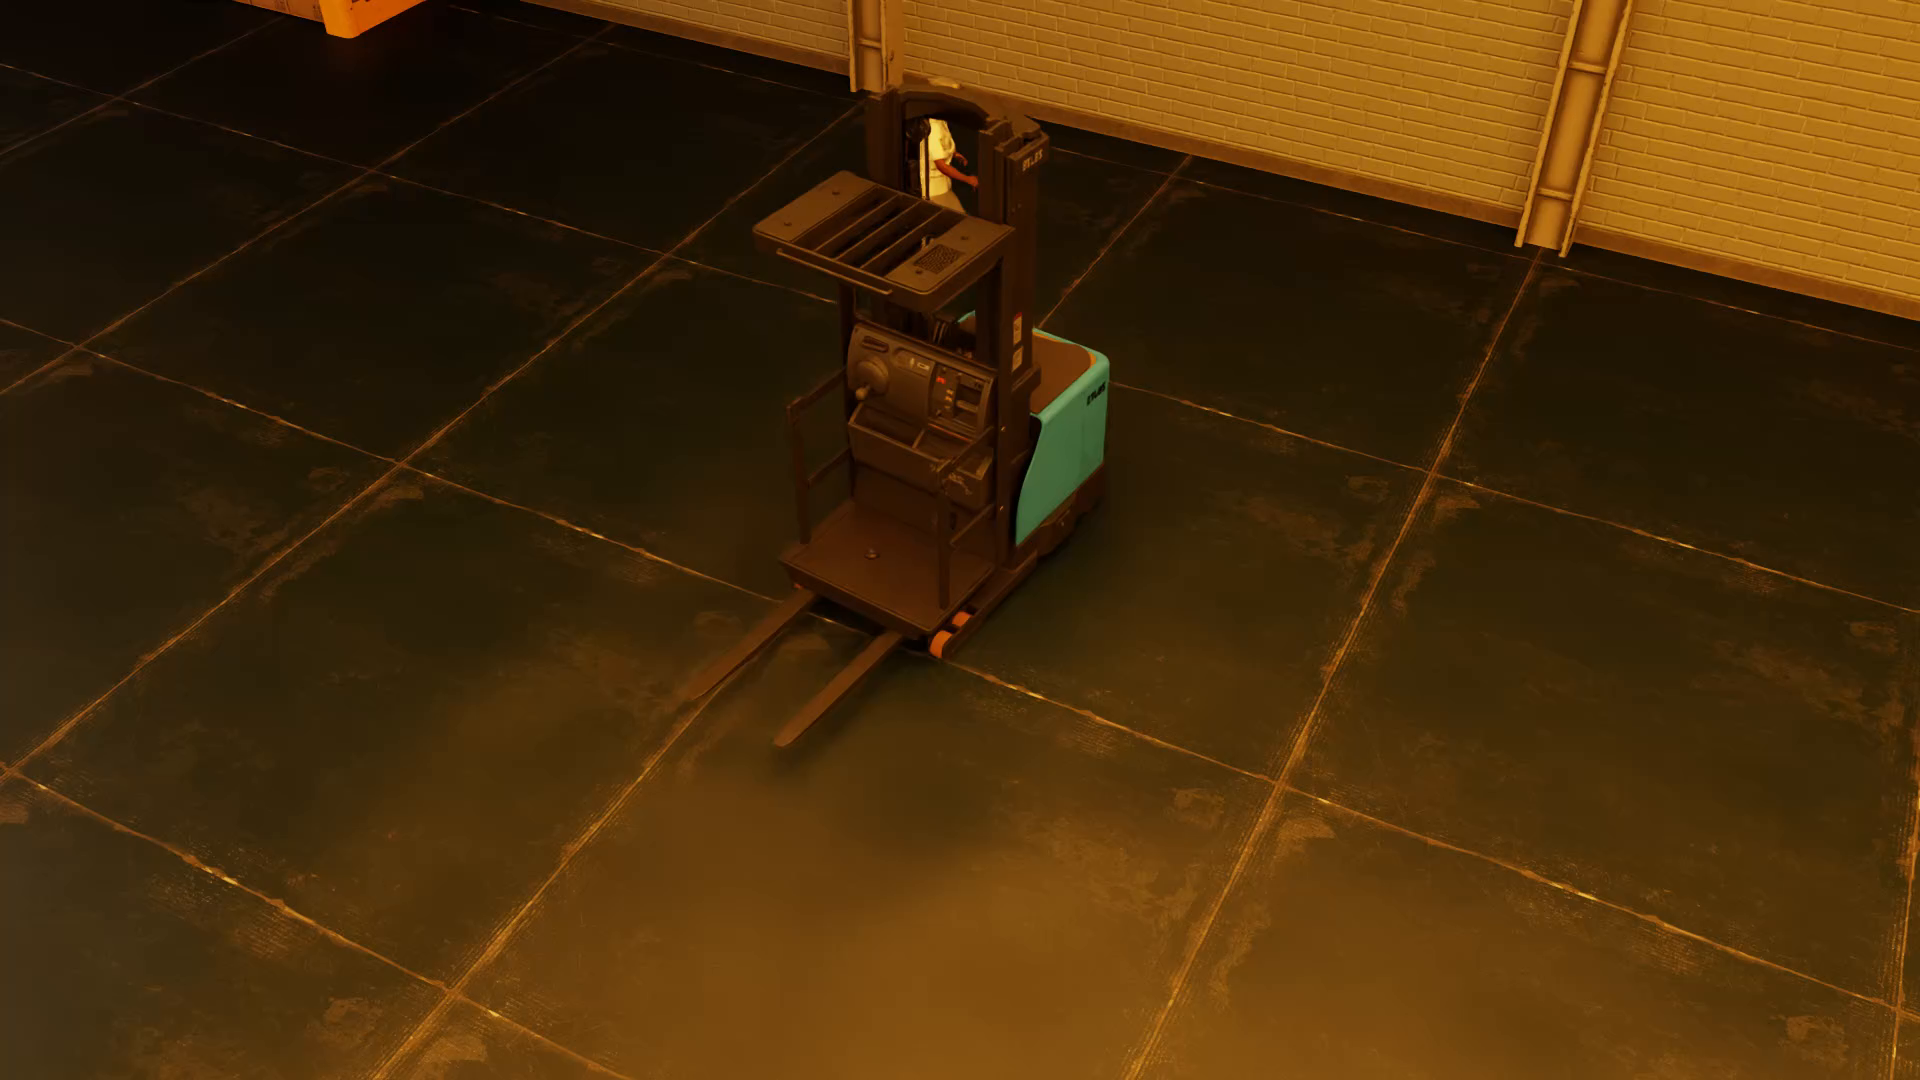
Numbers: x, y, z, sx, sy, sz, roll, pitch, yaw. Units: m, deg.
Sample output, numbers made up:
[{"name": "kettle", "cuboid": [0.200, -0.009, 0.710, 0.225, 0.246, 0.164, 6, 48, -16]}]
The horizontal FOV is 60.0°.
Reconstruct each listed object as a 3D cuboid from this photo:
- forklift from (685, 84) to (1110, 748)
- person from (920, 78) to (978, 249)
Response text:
[{"name": "forklift", "cuboid": [-0.343, -0.796, 8.931, 1.130, 2.935, 3.031, 24, 46, 26]}, {"name": "person", "cuboid": [-0.122, -2.603, 12.130, 0.577, 1.630, 0.691, -14, 42, -16]}]
